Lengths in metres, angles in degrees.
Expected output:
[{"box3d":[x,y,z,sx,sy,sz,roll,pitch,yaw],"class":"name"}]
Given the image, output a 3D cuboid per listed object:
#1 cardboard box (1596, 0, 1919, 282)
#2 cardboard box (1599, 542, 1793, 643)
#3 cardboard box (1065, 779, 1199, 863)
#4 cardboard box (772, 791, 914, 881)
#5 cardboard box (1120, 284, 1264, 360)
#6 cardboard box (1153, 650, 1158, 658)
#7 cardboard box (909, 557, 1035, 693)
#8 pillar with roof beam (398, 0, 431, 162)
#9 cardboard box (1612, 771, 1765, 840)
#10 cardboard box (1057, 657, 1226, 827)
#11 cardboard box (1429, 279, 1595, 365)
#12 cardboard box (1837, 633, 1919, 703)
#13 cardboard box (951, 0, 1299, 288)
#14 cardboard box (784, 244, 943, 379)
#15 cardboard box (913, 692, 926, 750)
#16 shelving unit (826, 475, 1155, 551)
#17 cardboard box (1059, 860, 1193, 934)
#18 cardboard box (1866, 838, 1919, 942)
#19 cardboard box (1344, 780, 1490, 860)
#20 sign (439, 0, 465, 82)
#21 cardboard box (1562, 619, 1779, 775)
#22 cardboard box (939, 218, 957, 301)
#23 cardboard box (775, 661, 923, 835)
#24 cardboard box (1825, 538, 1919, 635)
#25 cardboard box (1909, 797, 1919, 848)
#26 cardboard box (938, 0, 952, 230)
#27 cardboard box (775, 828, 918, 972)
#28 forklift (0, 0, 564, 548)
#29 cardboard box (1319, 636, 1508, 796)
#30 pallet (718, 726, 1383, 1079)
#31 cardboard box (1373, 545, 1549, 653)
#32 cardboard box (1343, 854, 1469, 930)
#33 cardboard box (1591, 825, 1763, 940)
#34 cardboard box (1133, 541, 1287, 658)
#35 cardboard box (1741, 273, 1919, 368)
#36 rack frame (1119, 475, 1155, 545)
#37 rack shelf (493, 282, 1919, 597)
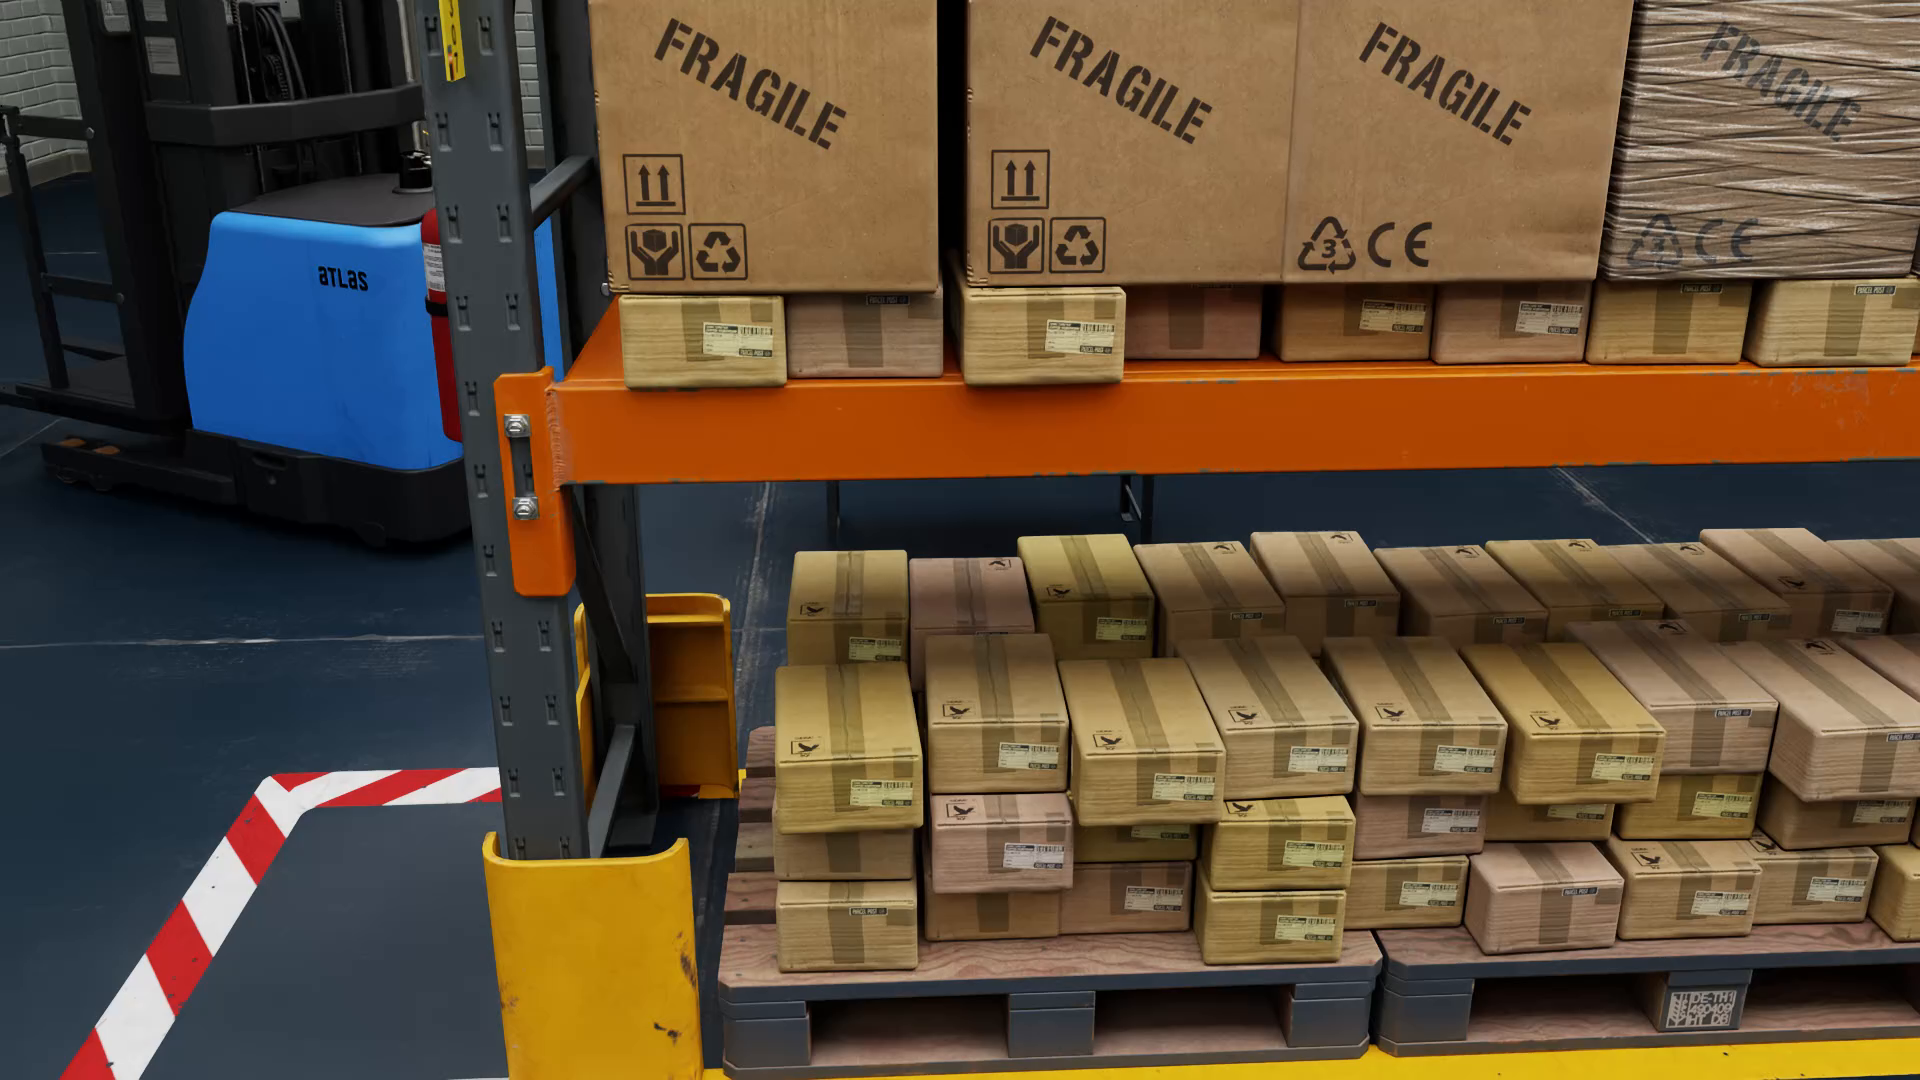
[{"box3d":[1.246,-0.733,2.772,0.500,0.500,0.500,-2,21,-4],"class":"cardboard box"},{"box3d":[1.575,0.143,3.609,0.250,0.149,0.380,-2,21,-5],"class":"cardboard box"},{"box3d":[0.304,0.457,3.203,0.250,0.149,0.380,-1,21,-2],"class":"cardboard box"},{"box3d":[-0.212,0.479,3.145,0.250,0.149,0.380,0,21,-1],"class":"cardboard box"},{"box3d":[0.367,-0.431,2.892,0.250,0.149,0.380,0,21,-1],"class":"cardboard box"},{"box3d":[0.554,0.306,3.599,0.250,0.149,0.380,-1,21,-4],"class":"cardboard box"},{"box3d":[0.019,0.174,3.528,0.250,0.149,0.380,-1,21,-2],"class":"cardboard box"},{"box3d":[-3.917,-5.658,7.834,0.400,9.000,9.100,-1,21,-3],"class":"pillar with roof beam"},{"box3d":[1.365,0.429,3.276,0.250,0.149,0.380,0,21,-1],"class":"cardboard box"},{"box3d":[0.320,0.362,3.036,0.250,0.149,0.380,-1,21,-3],"class":"cardboard box"},{"box3d":[0.887,-0.423,2.870,0.250,0.149,0.380,-2,21,-4],"class":"cardboard box"},{"box3d":[1.874,0.321,3.143,0.250,0.149,0.380,-2,21,-6],"class":"cardboard box"},{"box3d":[0.248,-0.715,2.725,0.500,0.500,0.500,-1,21,-3],"class":"cardboard box"},{"box3d":[-0.155,-0.391,2.786,0.250,0.149,0.380,0,21,-1],"class":"cardboard box"},{"box3d":[0.025,0.300,3.615,0.250,0.149,0.380,-2,21,-4],"class":"cardboard box"},{"box3d":[0.085,-0.703,5.359,1.048,1.500,0.538,-1,21,-3],"class":"shelving unit"},{"box3d":[0.296,0.599,3.249,0.250,0.149,0.380,-1,21,-2],"class":"cardboard box"},{"box3d":[1.839,0.606,3.229,0.250,0.149,0.380,-1,21,-3],"class":"cardboard box"},{"box3d":[0.826,0.451,3.218,0.250,0.149,0.380,-2,21,-6],"class":"cardboard box"},{"box3d":[-0.718,-0.810,2.317,0.005,0.325,0.100,-1,21,-3],"class":"sign"},{"box3d":[1.351,0.297,3.206,0.250,0.149,0.380,-1,21,-3],"class":"cardboard box"},{"box3d":[0.060,-0.590,3.309,0.250,0.149,0.380,-1,21,-4],"class":"cardboard box"},{"box3d":[-0.207,0.370,3.015,0.250,0.149,0.380,-2,21,-6],"class":"cardboard box"},{"box3d":[2.101,0.132,3.638,0.250,0.149,0.380,-2,21,-4],"class":"cardboard box"},{"box3d":[1.903,0.441,3.246,0.250,0.149,0.380,-1,21,-2],"class":"cardboard box"},{"box3d":[0.199,-0.893,3.193,0.500,0.500,0.500,-1,21,-4],"class":"cardboard box"},{"box3d":[-0.208,0.641,3.139,0.250,0.149,0.380,-1,21,-2],"class":"cardboard box"},{"box3d":[-2.815,-1.700,5.966,3.031,2.935,1.130,11,23,26],"class":"forklift"},{"box3d":[0.841,0.325,3.132,0.250,0.149,0.380,0,21,-1],"class":"cardboard box"},{"box3d":[0.140,0.699,3.488,1.213,0.211,1.003,-1,21,-3],"class":"pallet"},{"box3d":[1.067,0.150,3.592,0.250,0.149,0.380,-2,21,-5],"class":"cardboard box"},{"box3d":[0.807,0.593,3.263,0.250,0.149,0.380,-1,21,-3],"class":"cardboard box"},{"box3d":[1.336,0.604,3.234,0.250,0.149,0.380,-1,21,-3],"class":"cardboard box"},{"box3d":[0.532,0.141,3.615,0.250,0.149,0.380,-2,21,-5],"class":"cardboard box"},{"box3d":[1.416,-0.416,2.851,0.250,0.149,0.380,-1,21,-2],"class":"cardboard box"},{"box3d":[0.593,-0.713,5.386,0.032,1.500,0.500,-1,21,-3],"class":"rack frame"},{"box3d":[1.247,-0.303,3.212,4.000,0.370,1.077,-1,21,-3],"class":"rack shelf"}]
